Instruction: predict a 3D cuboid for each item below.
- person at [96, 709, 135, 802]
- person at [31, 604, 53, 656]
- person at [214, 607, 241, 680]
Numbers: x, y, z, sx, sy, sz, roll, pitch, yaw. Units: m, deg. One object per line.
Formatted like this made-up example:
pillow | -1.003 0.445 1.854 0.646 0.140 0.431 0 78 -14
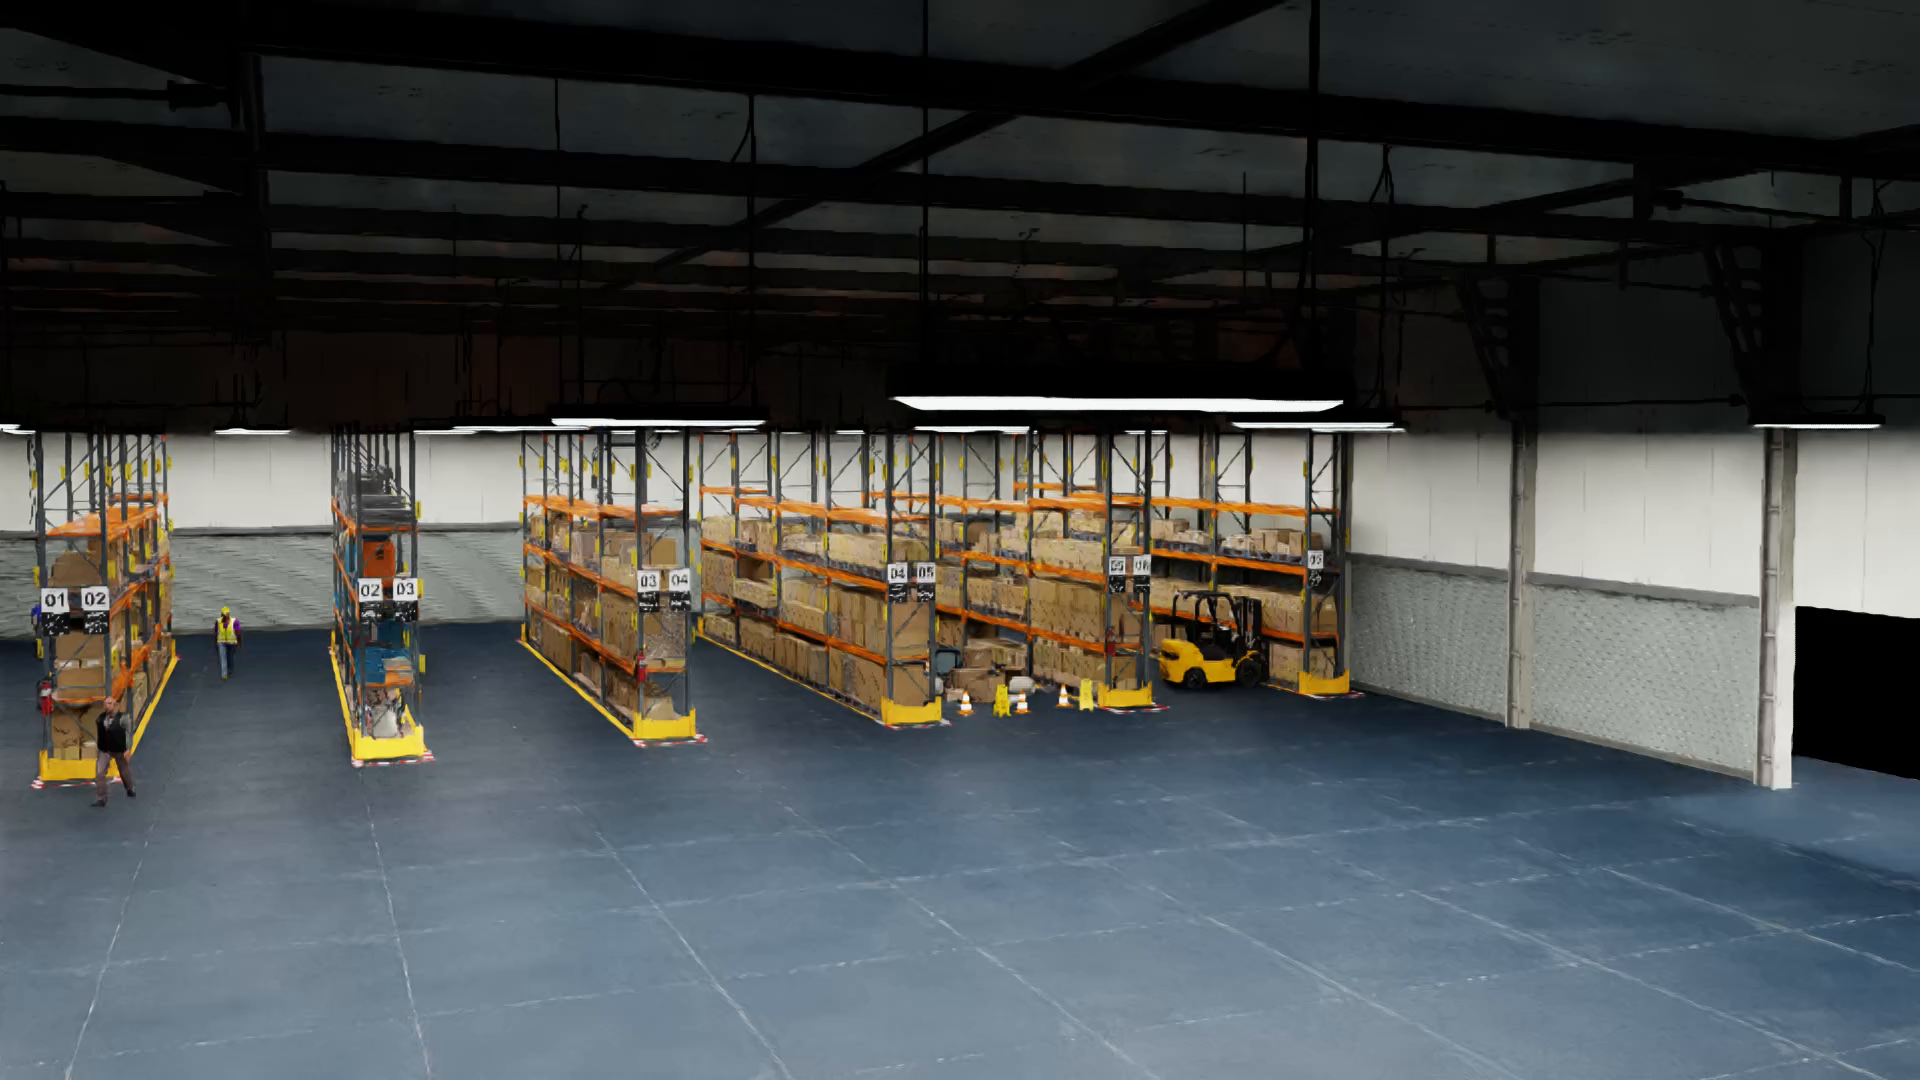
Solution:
person | -13.148 3.327 25.947 0.559 1.439 0.775 0 4 -6
person | -23.843 2.322 43.271 0.552 1.414 0.455 -2 4 -24
person | -17.264 2.418 39.204 0.589 1.716 1.032 -2 4 -23
